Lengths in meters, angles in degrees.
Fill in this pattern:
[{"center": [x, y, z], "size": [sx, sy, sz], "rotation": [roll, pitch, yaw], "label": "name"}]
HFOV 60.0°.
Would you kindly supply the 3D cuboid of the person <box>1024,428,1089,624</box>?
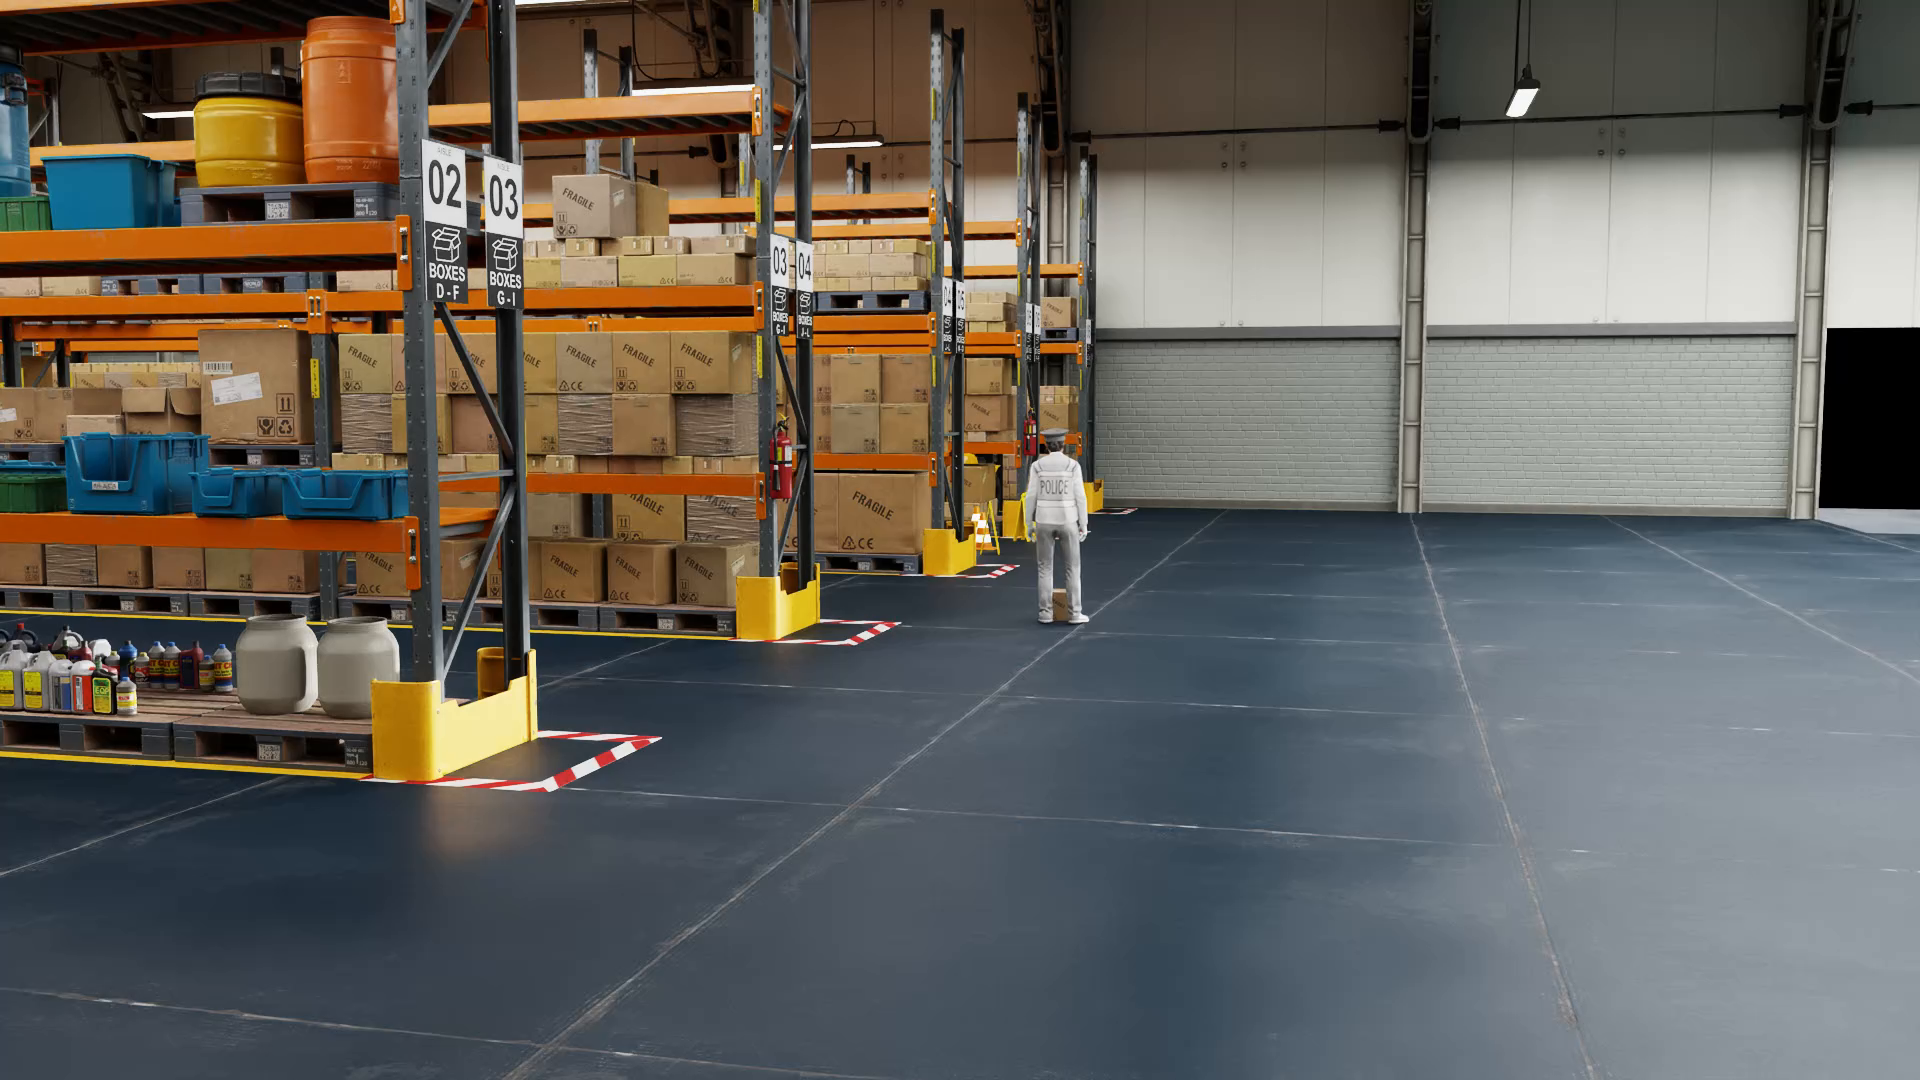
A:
[{"center": [0.820, -0.120, 14.141], "size": [0.546, 1.664, 0.376], "rotation": [1, 5, 10], "label": "person"}]
